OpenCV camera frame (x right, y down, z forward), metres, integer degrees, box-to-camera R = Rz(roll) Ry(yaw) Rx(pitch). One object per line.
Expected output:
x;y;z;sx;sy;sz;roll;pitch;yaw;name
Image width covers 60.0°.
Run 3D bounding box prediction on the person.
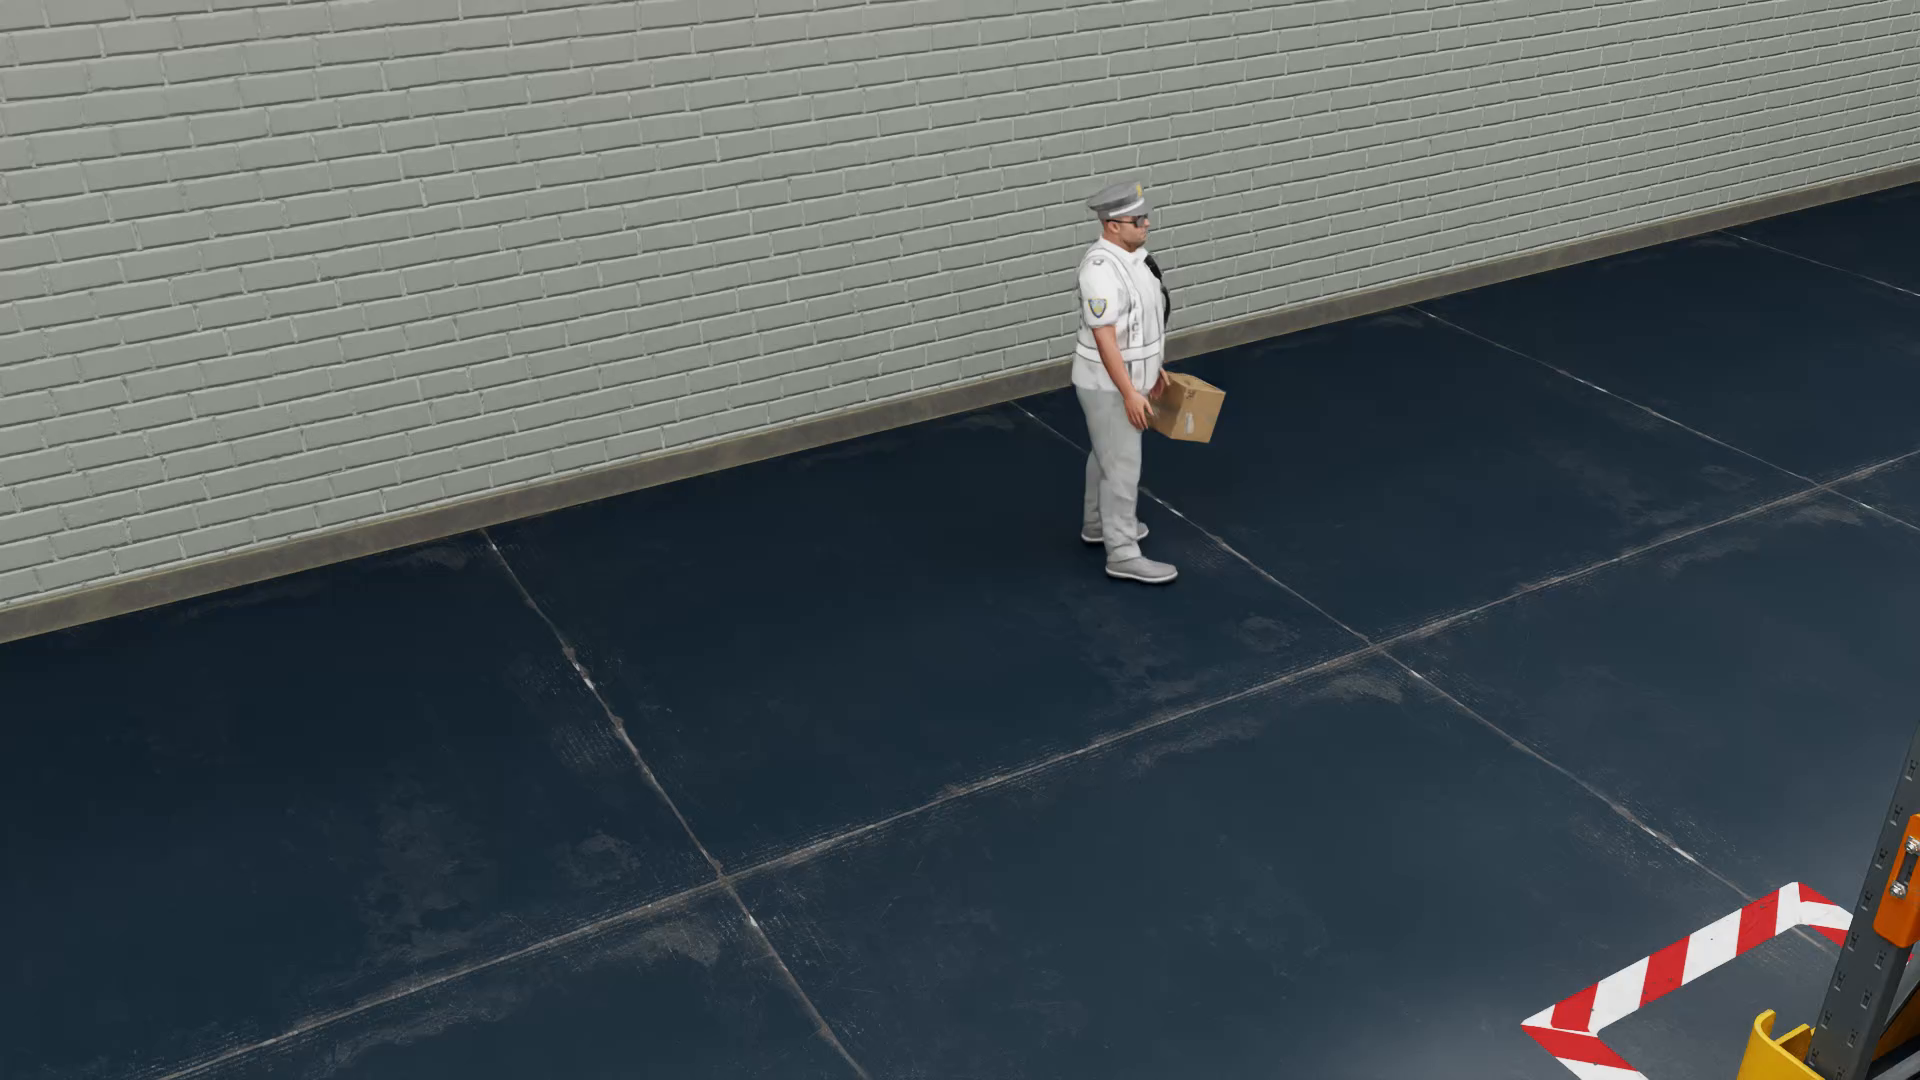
0.781;-0.709;7.352;0.551;1.775;0.576;9;30;17;person
